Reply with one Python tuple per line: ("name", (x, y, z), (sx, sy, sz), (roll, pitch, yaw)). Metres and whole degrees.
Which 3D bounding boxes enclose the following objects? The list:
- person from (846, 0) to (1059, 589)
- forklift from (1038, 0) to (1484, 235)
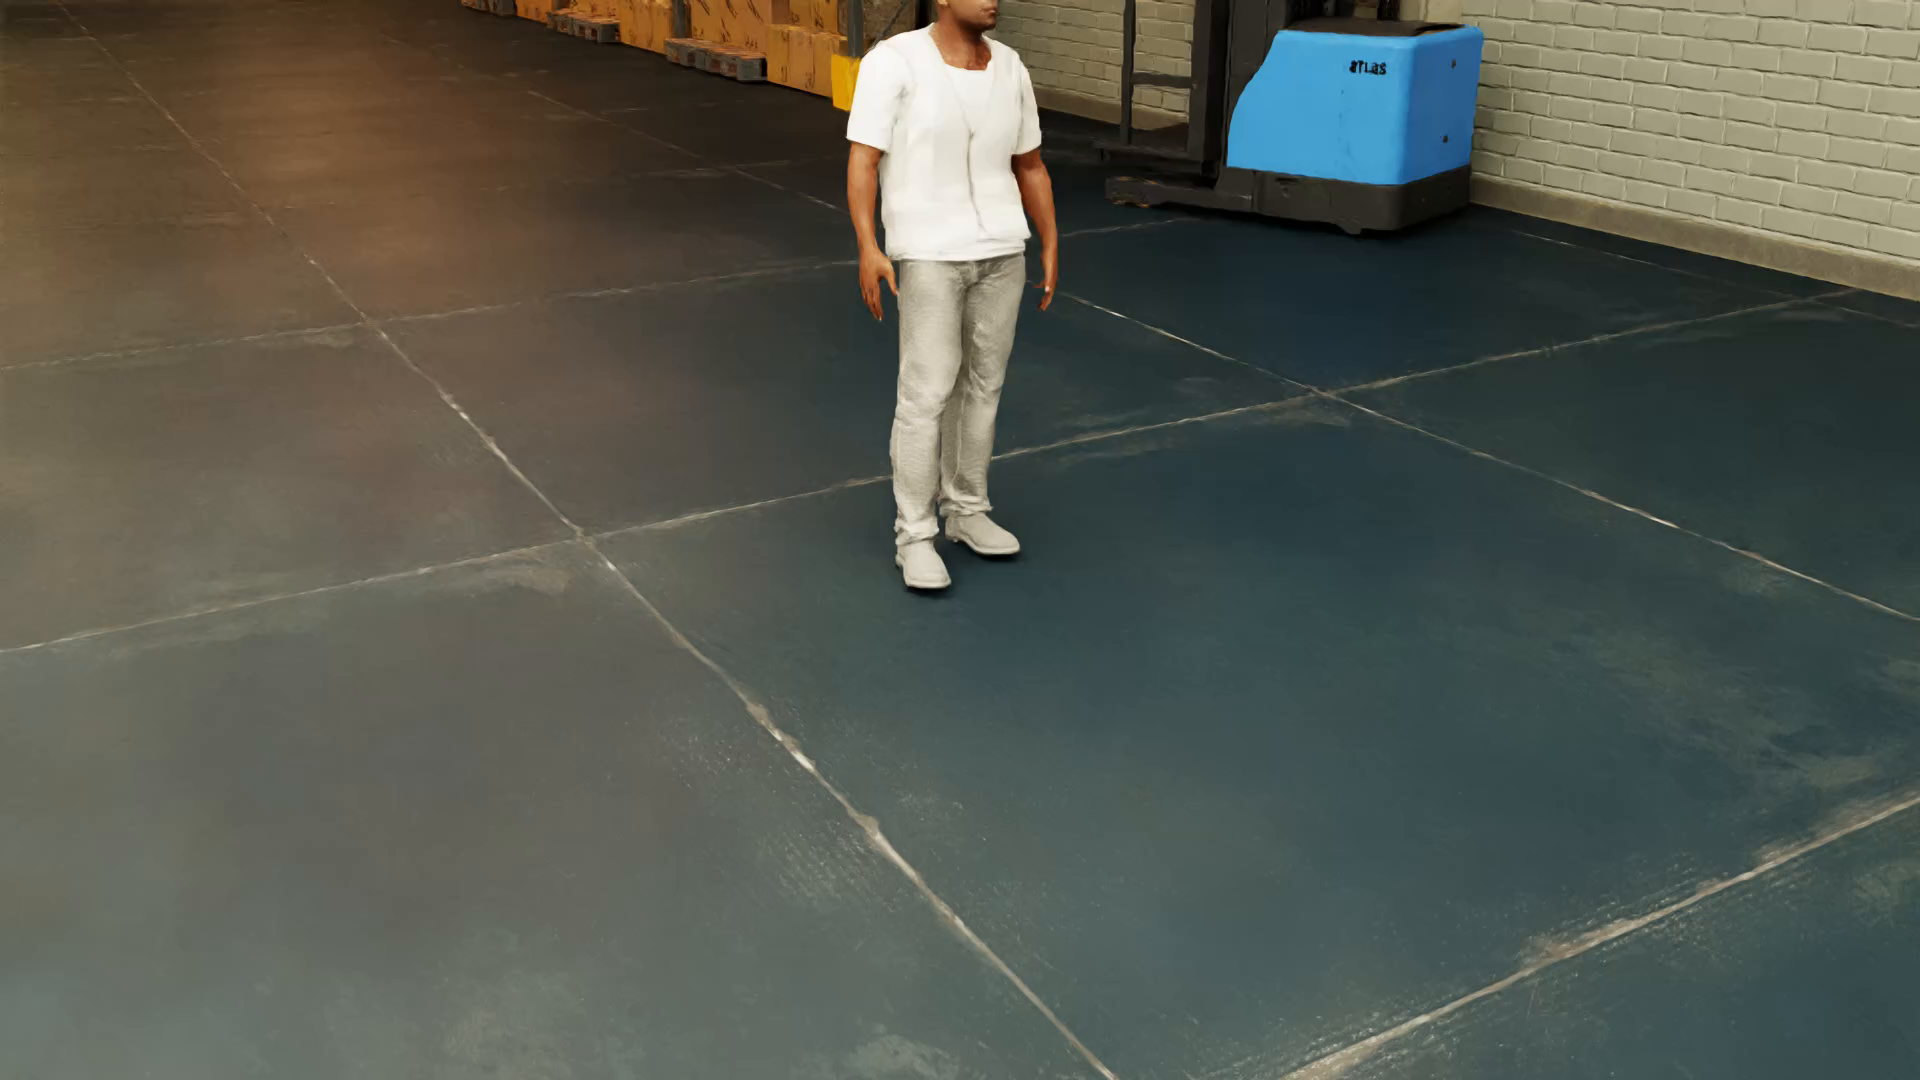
("person", (0.030, -0.800, 4.738), (0.665, 1.766, 0.576), (-12, 25, -28))
("forklift", (1.512, -3.479, 9.752), (3.031, 2.935, 1.130), (18, 28, 36))
